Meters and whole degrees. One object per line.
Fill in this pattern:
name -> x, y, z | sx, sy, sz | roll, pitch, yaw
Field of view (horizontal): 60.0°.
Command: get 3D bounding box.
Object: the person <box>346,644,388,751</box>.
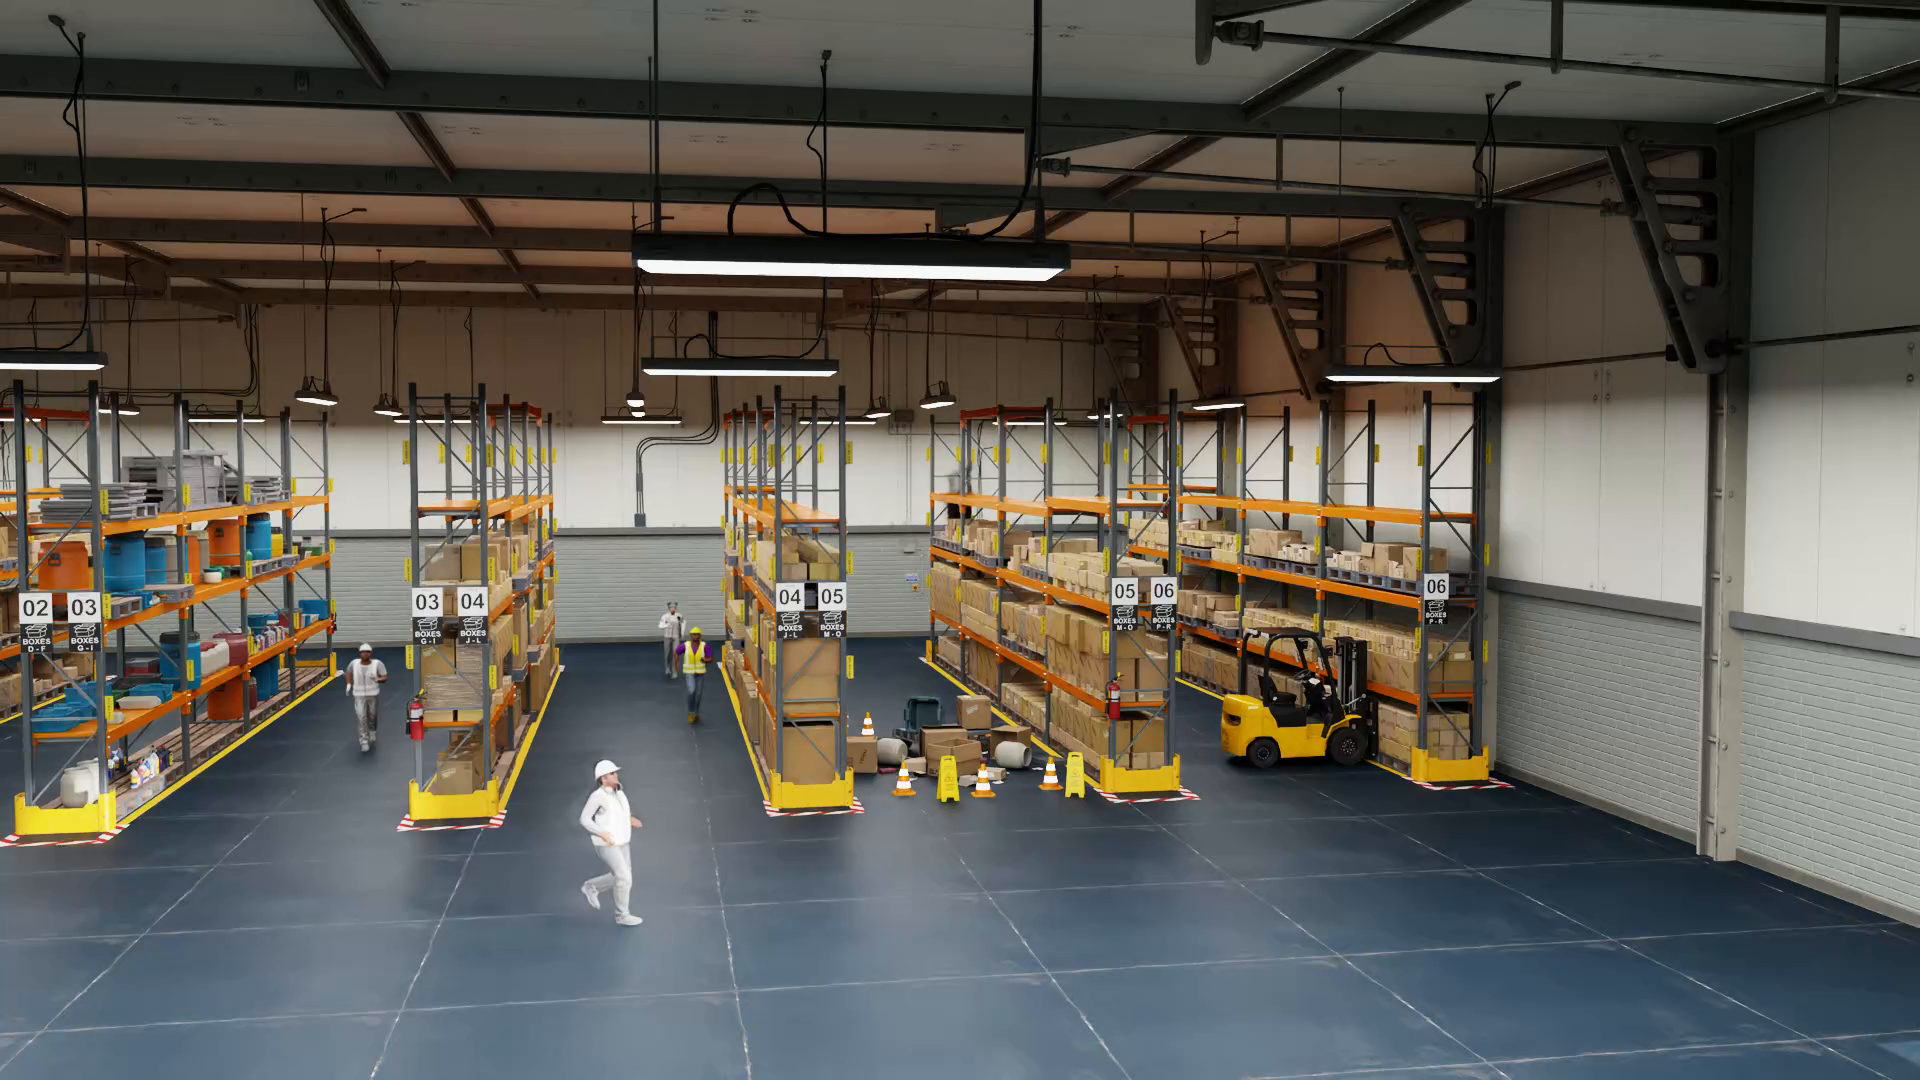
person -> -10.081, 2.643, 28.264 | 0.683, 1.769, 0.966 | -1, 3, -17

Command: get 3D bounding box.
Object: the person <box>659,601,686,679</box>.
person -> -6.506, 2.243, 37.608 | 0.600, 1.742, 0.817 | 0, 3, -9

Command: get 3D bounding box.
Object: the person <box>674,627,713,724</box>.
person -> -4.982, 2.538, 31.246 | 0.681, 1.805, 0.701 | -1, 3, -19

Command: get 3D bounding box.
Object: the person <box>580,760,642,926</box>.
person -> -3.743, 3.230, 17.801 | 0.768, 1.739, 0.668 | 1, 3, 20
